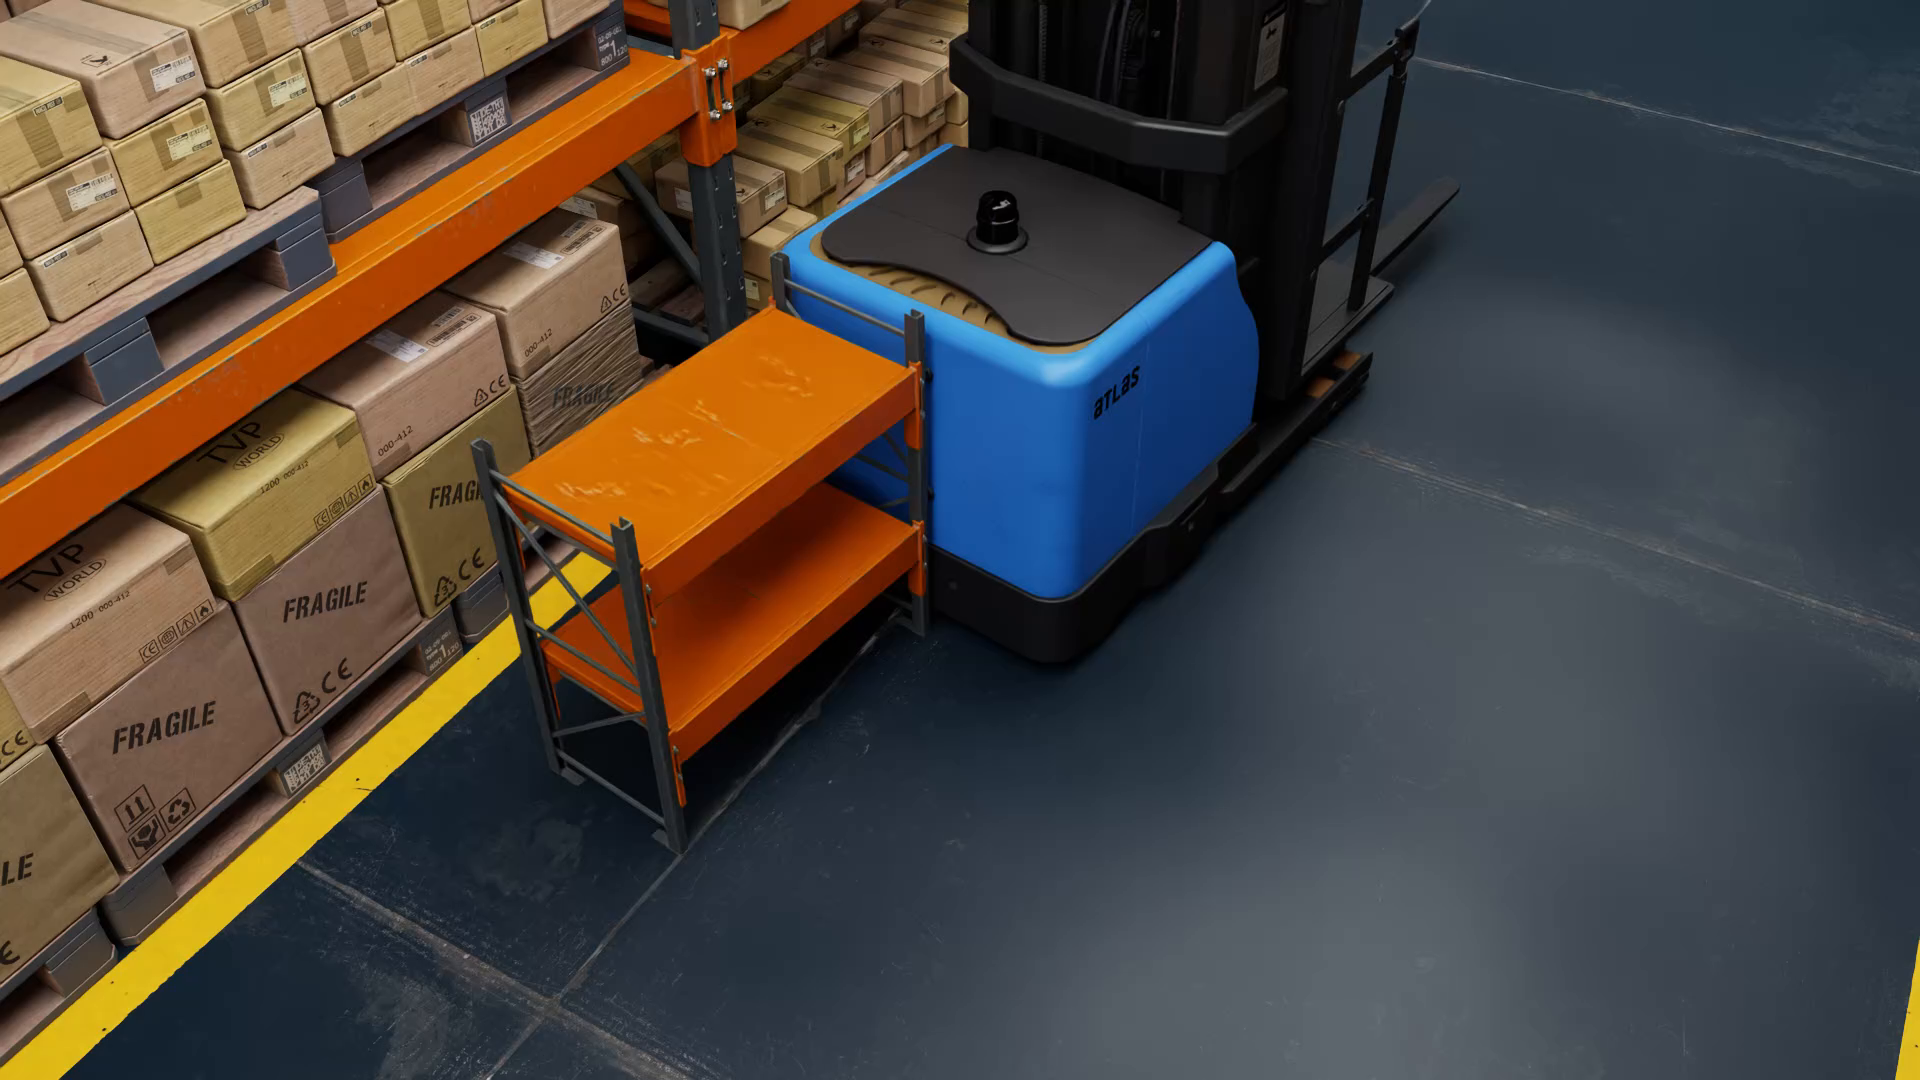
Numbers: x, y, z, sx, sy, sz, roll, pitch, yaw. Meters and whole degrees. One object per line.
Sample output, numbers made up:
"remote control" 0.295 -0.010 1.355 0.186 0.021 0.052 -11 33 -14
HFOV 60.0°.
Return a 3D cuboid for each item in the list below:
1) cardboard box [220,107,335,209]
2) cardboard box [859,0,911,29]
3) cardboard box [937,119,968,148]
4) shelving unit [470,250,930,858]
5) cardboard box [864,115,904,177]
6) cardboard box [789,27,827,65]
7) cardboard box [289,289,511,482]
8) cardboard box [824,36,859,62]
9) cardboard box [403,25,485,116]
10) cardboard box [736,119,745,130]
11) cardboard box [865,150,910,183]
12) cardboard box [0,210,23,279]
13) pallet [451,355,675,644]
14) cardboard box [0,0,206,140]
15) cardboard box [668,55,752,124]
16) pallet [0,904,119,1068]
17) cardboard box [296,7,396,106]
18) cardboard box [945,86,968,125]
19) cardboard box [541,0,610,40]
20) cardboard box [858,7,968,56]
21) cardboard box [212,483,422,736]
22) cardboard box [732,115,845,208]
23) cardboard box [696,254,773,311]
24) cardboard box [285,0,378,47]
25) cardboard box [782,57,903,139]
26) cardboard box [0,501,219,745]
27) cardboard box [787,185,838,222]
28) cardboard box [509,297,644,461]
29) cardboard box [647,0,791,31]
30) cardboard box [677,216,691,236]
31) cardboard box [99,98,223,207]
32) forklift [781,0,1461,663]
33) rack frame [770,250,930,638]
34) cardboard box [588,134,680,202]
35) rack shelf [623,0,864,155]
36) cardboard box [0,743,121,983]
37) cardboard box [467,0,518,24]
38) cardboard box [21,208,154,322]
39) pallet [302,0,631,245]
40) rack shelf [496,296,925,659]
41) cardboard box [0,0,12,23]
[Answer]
"cardboard box" -1.718 -0.942 3.923 0.380 0.149 0.250 19 45 20
"cardboard box" -0.414 -2.244 6.918 0.380 0.149 0.250 21 46 22
"cardboard box" -0.101 -1.712 6.764 0.380 0.149 0.250 20 45 21
"shelving unit" -0.605 0.027 4.369 0.538 1.125 1.048 27 48 27
"cardboard box" -0.440 -1.547 6.351 0.380 0.149 0.250 19 45 20
"cardboard box" -0.758 -1.980 6.618 0.380 0.149 0.250 19 45 20
"cardboard box" -1.598 -0.468 4.518 0.500 0.250 0.500 23 46 24
"cardboard box" -0.577 -1.980 6.843 0.380 0.149 0.250 19 45 20
"cardboard box" -1.458 -1.247 4.268 0.380 0.149 0.250 21 45 22
"cardboard box" -1.049 -1.570 6.377 0.380 0.149 0.250 19 45 21
"cardboard box" -0.419 -1.430 6.444 0.380 0.149 0.250 20 45 21
"cardboard box" -2.118 -0.600 3.309 0.380 0.149 0.250 21 45 22
"pallet" -1.564 -0.274 5.402 1.003 0.211 1.213 21 45 22
"cardboard box" -1.860 -1.014 3.554 0.380 0.149 0.250 19 45 20
"cardboard box" -1.011 -1.672 6.268 0.380 0.149 0.250 21 45 22
"pallet" -2.785 1.122 3.816 1.003 0.211 1.213 21 45 22
"cardboard box" -1.594 -1.199 3.989 0.380 0.149 0.250 19 45 21
"cardboard box" -0.100 -1.820 6.661 0.380 0.149 0.250 21 45 22
"cardboard box" -1.203 -1.537 4.598 0.380 0.149 0.250 20 45 21
"cardboard box" -0.177 -1.964 6.600 0.380 0.149 0.250 19 45 20
"cardboard box" -1.845 0.106 4.434 0.500 0.500 0.500 20 45 21
"cardboard box" -0.634 -1.344 5.896 0.380 0.149 0.250 23 46 24
"cardboard box" -0.715 -0.957 5.906 0.380 0.149 0.250 19 45 20
"cardboard box" -1.603 -1.308 3.887 0.380 0.149 0.250 21 45 22
"cardboard box" -0.440 -1.662 6.257 0.380 0.149 0.250 20 45 21
"cardboard box" -2.110 0.137 3.830 0.500 0.250 0.500 21 46 22
"cardboard box" -0.668 -1.242 6.005 0.380 0.149 0.250 21 46 22
"cardboard box" -1.327 -0.479 5.098 0.500 0.500 0.500 20 45 21
"cardboard box" -0.750 -1.726 5.131 0.380 0.149 0.250 23 46 24
"cardboard box" -1.072 -1.313 6.310 0.380 0.149 0.250 22 46 23
"cardboard box" -1.860 -0.893 3.642 0.380 0.149 0.250 21 46 22
"forklift" 0.777 -1.672 4.931 1.130 2.935 3.031 27 48 27
"rack frame" -0.297 -0.241 4.672 0.500 1.125 0.032 27 48 27
"cardboard box" -1.223 -1.367 5.922 0.380 0.149 0.250 22 46 23
"rack shelf" -0.174 -2.641 6.524 1.077 0.370 4.000 21 45 22
"cardboard box" -2.353 0.693 3.767 0.500 0.500 0.500 21 46 23
"cardboard box" -1.334 -1.498 4.328 0.380 0.149 0.250 21 46 22
"cardboard box" -1.985 -0.638 3.578 0.380 0.149 0.250 19 45 21
"pallet" -1.684 -1.306 4.608 1.003 0.211 1.213 21 45 22
"rack shelf" -0.605 -0.193 4.175 0.538 0.278 1.000 27 48 27
"cardboard box" -2.417 -1.240 3.811 0.380 0.149 0.250 23 46 24
